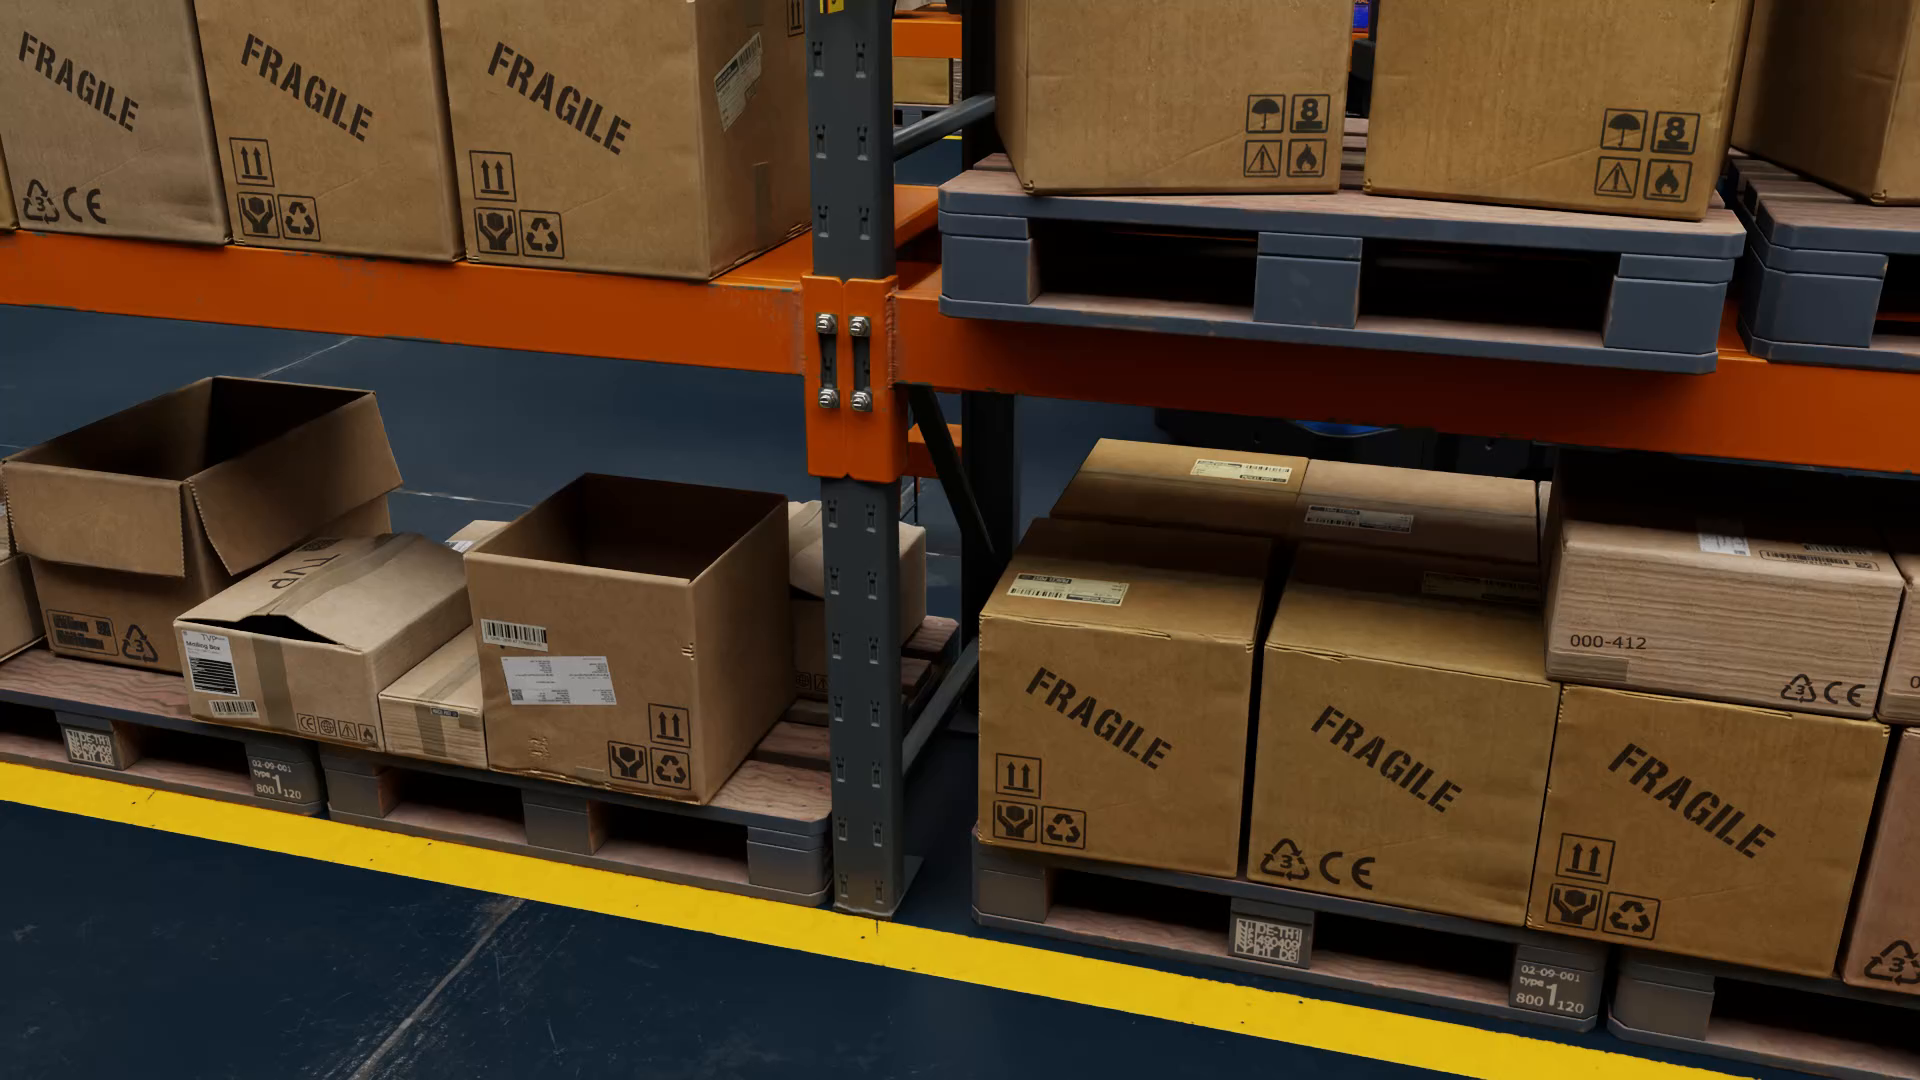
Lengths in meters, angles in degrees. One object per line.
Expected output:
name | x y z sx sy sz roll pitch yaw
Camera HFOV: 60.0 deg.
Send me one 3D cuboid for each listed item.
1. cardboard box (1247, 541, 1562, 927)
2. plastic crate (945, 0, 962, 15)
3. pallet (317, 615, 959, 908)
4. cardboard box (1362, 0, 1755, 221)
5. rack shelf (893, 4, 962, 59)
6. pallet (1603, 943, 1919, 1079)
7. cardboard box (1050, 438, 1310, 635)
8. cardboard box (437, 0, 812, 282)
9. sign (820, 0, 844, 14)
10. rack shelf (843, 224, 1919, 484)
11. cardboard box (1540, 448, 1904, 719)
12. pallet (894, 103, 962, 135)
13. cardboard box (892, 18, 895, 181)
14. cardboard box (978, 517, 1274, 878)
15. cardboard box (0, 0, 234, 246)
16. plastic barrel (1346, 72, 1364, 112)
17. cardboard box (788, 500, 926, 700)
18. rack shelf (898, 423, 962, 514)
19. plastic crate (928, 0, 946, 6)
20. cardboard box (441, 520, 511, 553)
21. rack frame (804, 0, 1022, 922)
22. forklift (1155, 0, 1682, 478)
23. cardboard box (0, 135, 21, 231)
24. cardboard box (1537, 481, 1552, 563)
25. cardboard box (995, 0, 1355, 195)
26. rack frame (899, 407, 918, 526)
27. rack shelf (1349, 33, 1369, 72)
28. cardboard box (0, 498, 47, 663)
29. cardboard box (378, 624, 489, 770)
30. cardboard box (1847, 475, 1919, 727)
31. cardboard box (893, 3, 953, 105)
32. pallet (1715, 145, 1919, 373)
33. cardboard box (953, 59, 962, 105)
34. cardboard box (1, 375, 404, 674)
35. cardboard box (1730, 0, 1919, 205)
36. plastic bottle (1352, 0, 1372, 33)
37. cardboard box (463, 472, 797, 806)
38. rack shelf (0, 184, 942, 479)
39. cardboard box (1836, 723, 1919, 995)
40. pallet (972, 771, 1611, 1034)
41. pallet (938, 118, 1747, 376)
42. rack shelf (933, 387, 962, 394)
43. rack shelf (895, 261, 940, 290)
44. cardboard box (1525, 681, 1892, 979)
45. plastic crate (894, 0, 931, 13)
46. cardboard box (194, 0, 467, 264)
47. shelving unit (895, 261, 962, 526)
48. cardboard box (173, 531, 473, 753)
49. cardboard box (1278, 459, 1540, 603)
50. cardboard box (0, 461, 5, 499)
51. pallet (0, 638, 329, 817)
cardboard box | 0.851 0.349 3.180 0.500 0.500 0.500 7 23 16
plastic crate | 0.230 -2.525 7.756 0.590 0.125 0.437 7 23 16
pallet | -0.713 0.415 3.981 1.213 0.211 1.003 7 23 16
cardboard box | 1.010 -0.855 2.716 0.500 0.500 0.700 10 25 24
rack shelf | -0.536 -2.485 8.325 4.000 0.370 1.077 7 23 16
pallet | 1.906 0.699 3.288 1.213 0.211 1.003 7 23 16
cardboard box | 0.500 0.103 3.780 0.500 0.500 0.500 6 23 15
cardboard box | -0.608 -0.808 3.154 0.500 0.500 0.500 7 23 16
sign | -0.205 -1.002 2.620 0.005 0.325 0.100 7 23 16
rack shelf | 1.859 -0.248 2.869 4.000 0.370 1.077 7 23 16
cardboard box | 1.295 0.057 2.903 0.500 0.250 0.500 7 23 16
pallet | -0.232 -3.488 13.494 1.213 0.211 1.003 7 23 16
cardboard box | -0.465 -1.001 3.626 0.500 0.500 0.500 7 23 17
cardboard box | 0.337 0.295 3.313 0.500 0.500 0.500 5 23 13
cardboard box | -1.595 -0.919 3.426 0.500 0.500 0.500 7 23 17
plastic barrel | 1.895 -1.757 7.812 0.708 0.901 0.600 7 23 16
cardboard box | -0.395 0.116 3.998 0.500 0.311 0.500 7 23 16
rack shelf | -0.051 -0.225 5.195 0.240 0.259 0.215 7 23 15
plastic crate | -0.030 -2.806 8.236 0.530 0.282 0.437 7 23 16
cardboard box | -1.226 0.092 4.247 0.250 0.166 0.380 7 23 16
rack frame | -0.055 -0.800 3.267 0.127 3.000 1.000 7 23 16
forklift | 2.263 -1.822 5.851 3.031 2.935 1.130 -11 25 -26
cardboard box | -2.083 -0.974 3.560 0.500 0.500 0.500 7 23 16
cardboard box | 1.451 0.216 3.506 0.500 0.500 0.500 7 23 16
cardboard box | 0.333 -0.907 2.844 0.500 0.500 0.700 -1 22 -3
rack frame | -0.168 -0.505 5.118 0.008 1.050 0.200 7 23 15
rack shelf | 3.294 -2.047 7.256 4.000 0.370 1.077 7 23 16
cardboard box | -2.489 0.103 4.111 0.500 0.250 0.500 7 23 16
cardboard box | -1.059 0.337 3.673 0.250 0.149 0.380 7 23 16
cardboard box | 1.775 0.112 2.770 0.500 0.250 0.500 6 23 14
cardboard box | -0.384 -4.007 13.333 0.875 0.875 0.875 7 23 16
pallet | 1.911 -0.484 2.750 1.213 0.211 1.003 7 23 16
cardboard box | 0.487 -3.907 13.090 0.875 0.875 0.875 7 23 16
cardboard box | -1.856 -0.052 4.155 0.637 0.503 0.797 7 23 16
cardboard box | 1.654 -0.869 2.751 0.500 0.500 0.700 1 22 2
plastic bottle | 1.734 -2.335 7.164 0.133 0.283 0.061 7 23 16
cardboard box | -0.683 0.194 3.559 0.500 0.500 0.500 7 23 16
rack shelf | -1.970 -0.686 3.938 4.000 0.370 1.077 7 23 16
cardboard box | 1.811 0.462 2.904 0.500 0.500 0.500 6 23 14
pallet | 0.734 0.566 3.612 1.213 0.211 1.003 7 23 16
pallet | 0.678 -0.584 2.993 1.213 0.211 1.003 7 23 16
rack shelf | -0.051 -0.482 5.089 0.240 0.259 0.215 7 23 15
rack shelf | -0.051 -0.744 4.981 0.240 0.259 0.215 7 23 15
cardboard box | 1.327 0.407 3.040 0.500 0.500 0.500 7 23 16
plastic crate | -0.375 -2.586 7.891 0.466 0.136 0.293 7 23 16
cardboard box | -1.102 -0.864 3.291 0.500 0.500 0.500 7 23 17
shelving unit | -0.051 -0.492 5.085 0.252 1.050 0.215 7 23 15
cardboard box | -1.401 0.199 3.795 0.500 0.311 0.500 7 23 16
cardboard box | 0.971 0.160 3.640 0.500 0.500 0.500 7 23 16
cardboard box | -2.392 -0.084 4.567 0.500 0.250 0.500 7 23 16
pallet | -1.884 0.282 4.305 1.213 0.211 1.003 7 23 16
